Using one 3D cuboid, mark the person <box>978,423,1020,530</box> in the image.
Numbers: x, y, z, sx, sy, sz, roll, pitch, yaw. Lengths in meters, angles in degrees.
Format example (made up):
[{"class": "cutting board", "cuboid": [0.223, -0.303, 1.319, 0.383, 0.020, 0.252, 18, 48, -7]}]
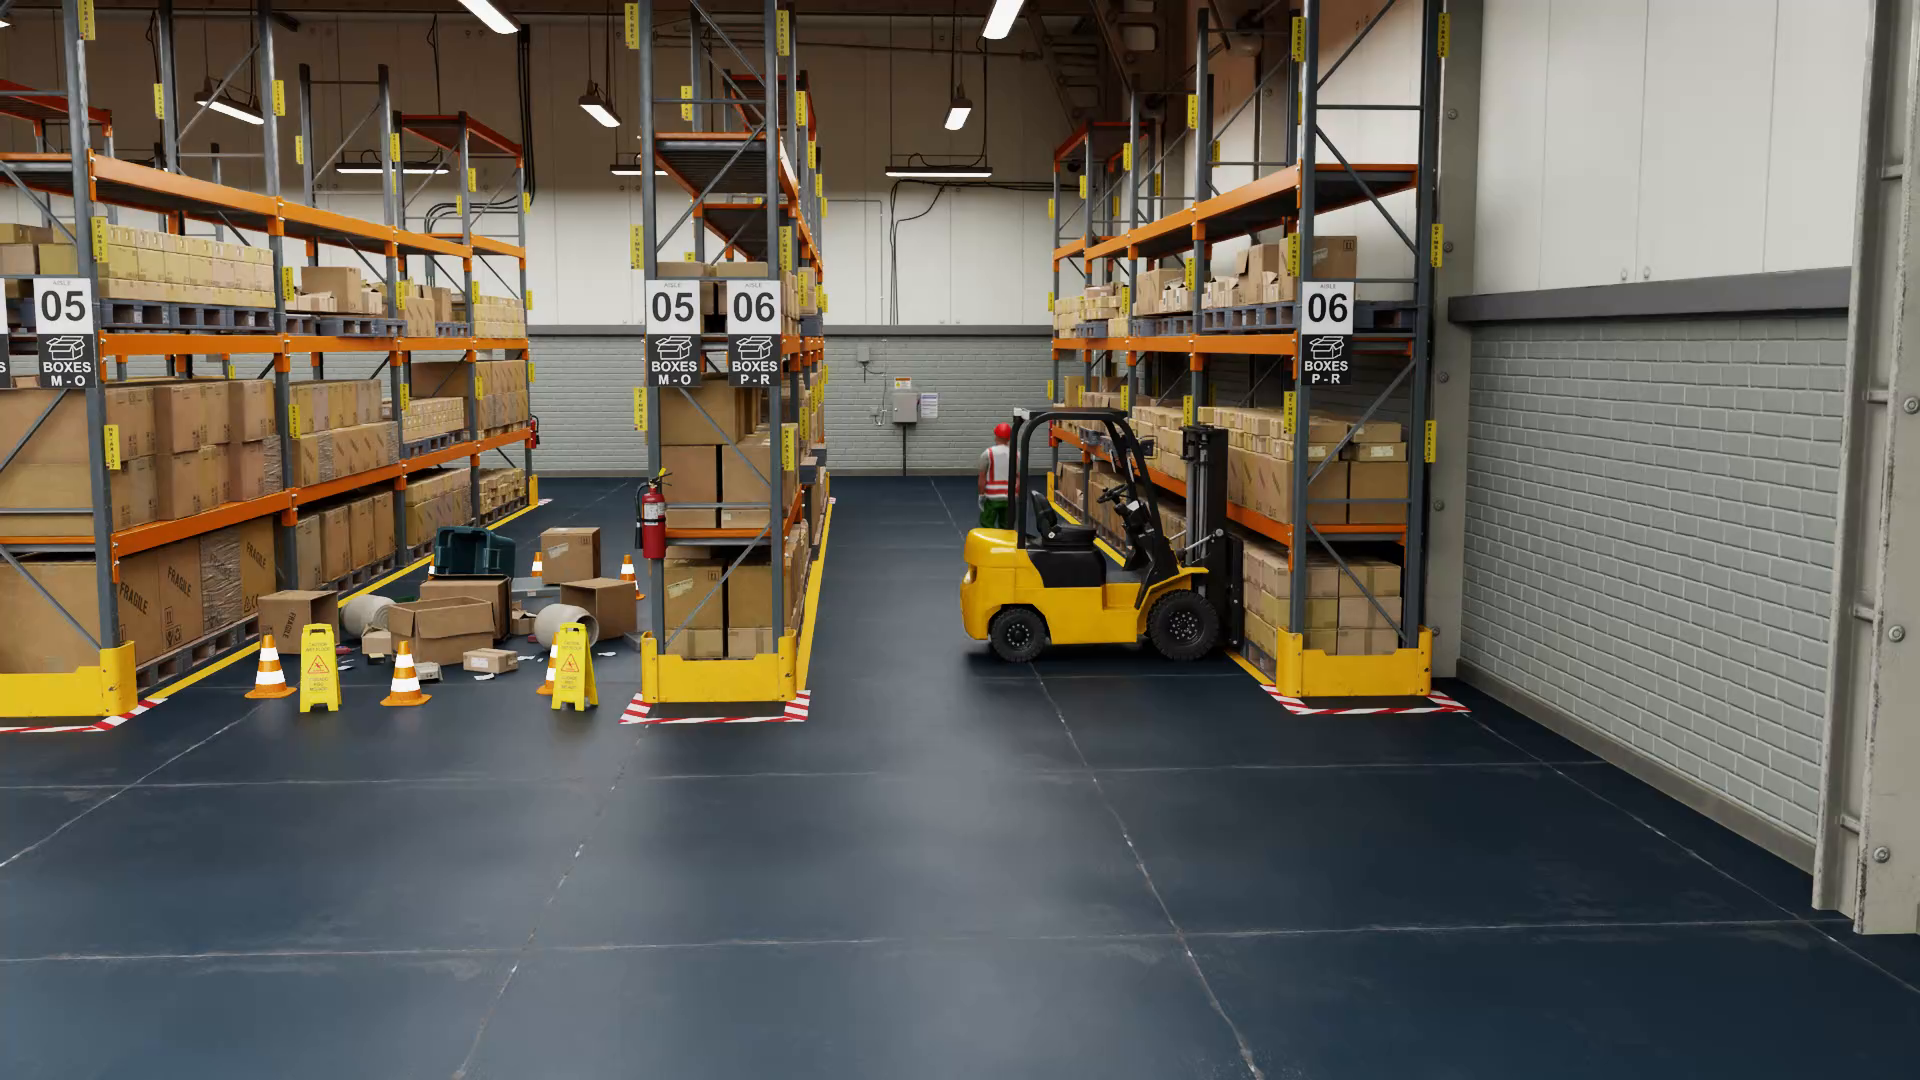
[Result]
[{"class": "person", "cuboid": [0.488, -0.494, 19.638, 0.552, 1.777, 0.625, -1, 7, -11]}]
